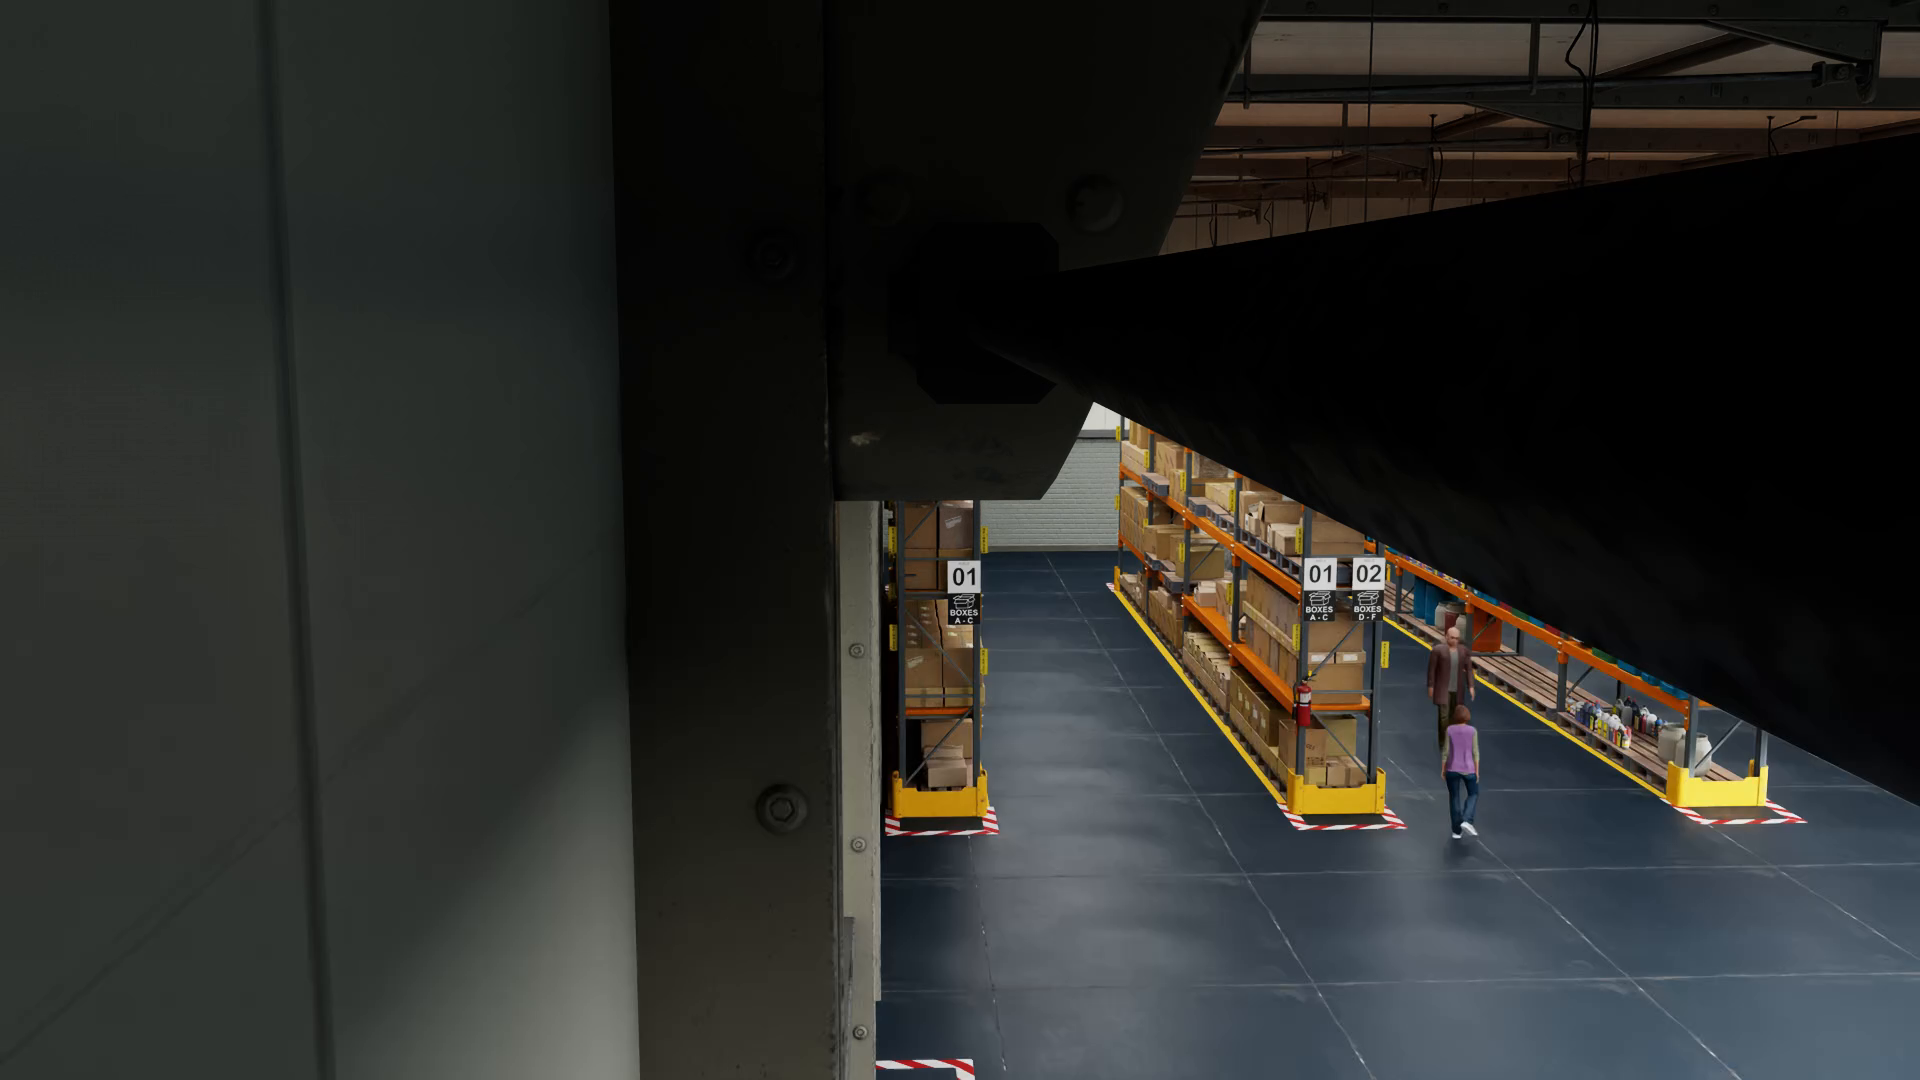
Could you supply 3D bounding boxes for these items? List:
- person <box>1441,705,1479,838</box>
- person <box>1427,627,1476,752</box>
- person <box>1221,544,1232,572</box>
[{"bbox_3d":[5.888,2.740,19.580,0.440,1.597,0.440,2,9,17],"label":"person"},{"bbox_3d":[6.897,2.119,23.361,0.632,1.825,0.676,-1,8,-4],"label":"person"},{"bbox_3d":[5.981,-0.049,38.001,0.561,1.711,0.577,2,9,16],"label":"person"}]
